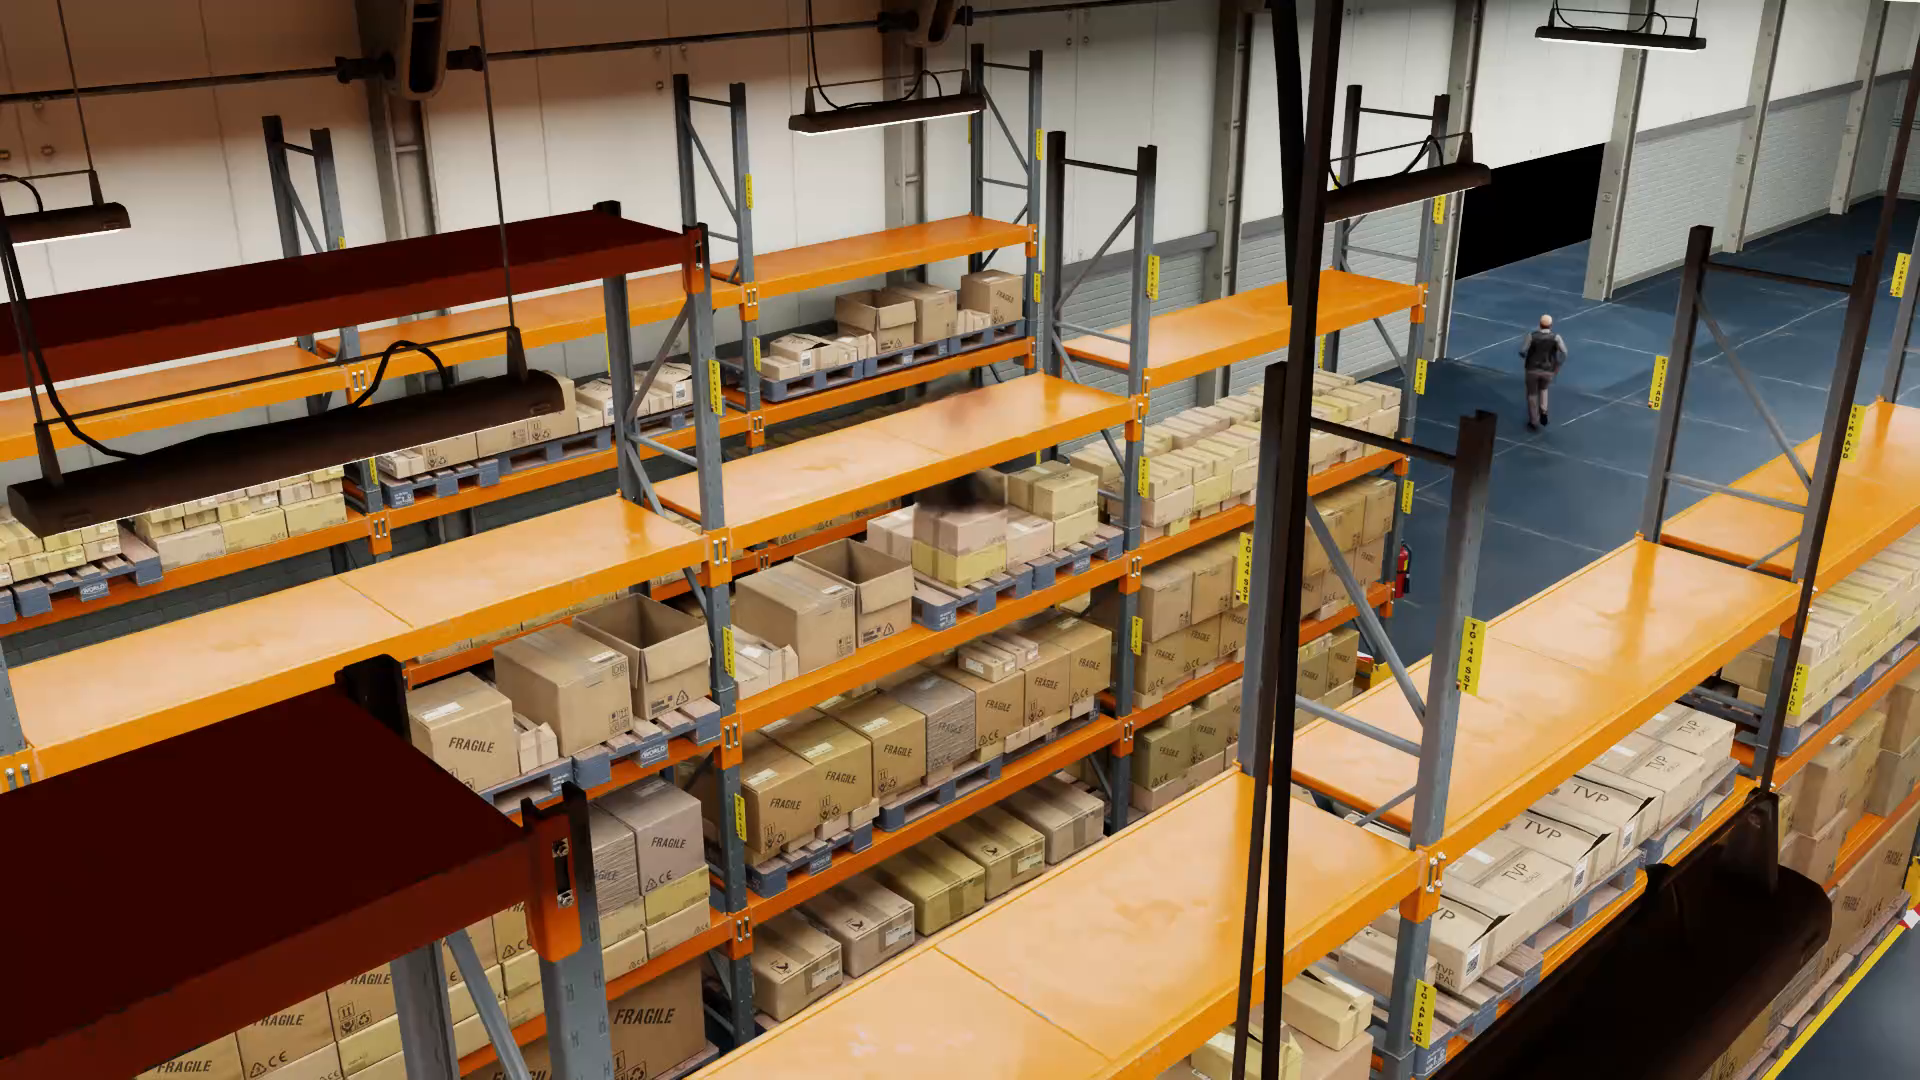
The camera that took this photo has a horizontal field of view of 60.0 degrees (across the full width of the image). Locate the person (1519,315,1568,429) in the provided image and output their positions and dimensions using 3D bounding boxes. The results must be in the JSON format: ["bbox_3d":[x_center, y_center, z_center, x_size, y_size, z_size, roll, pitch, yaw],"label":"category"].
[{"bbox_3d":[8.623,-2.500,24.782,0.667,1.613,0.593,3,23,7],"label":"person"}]
